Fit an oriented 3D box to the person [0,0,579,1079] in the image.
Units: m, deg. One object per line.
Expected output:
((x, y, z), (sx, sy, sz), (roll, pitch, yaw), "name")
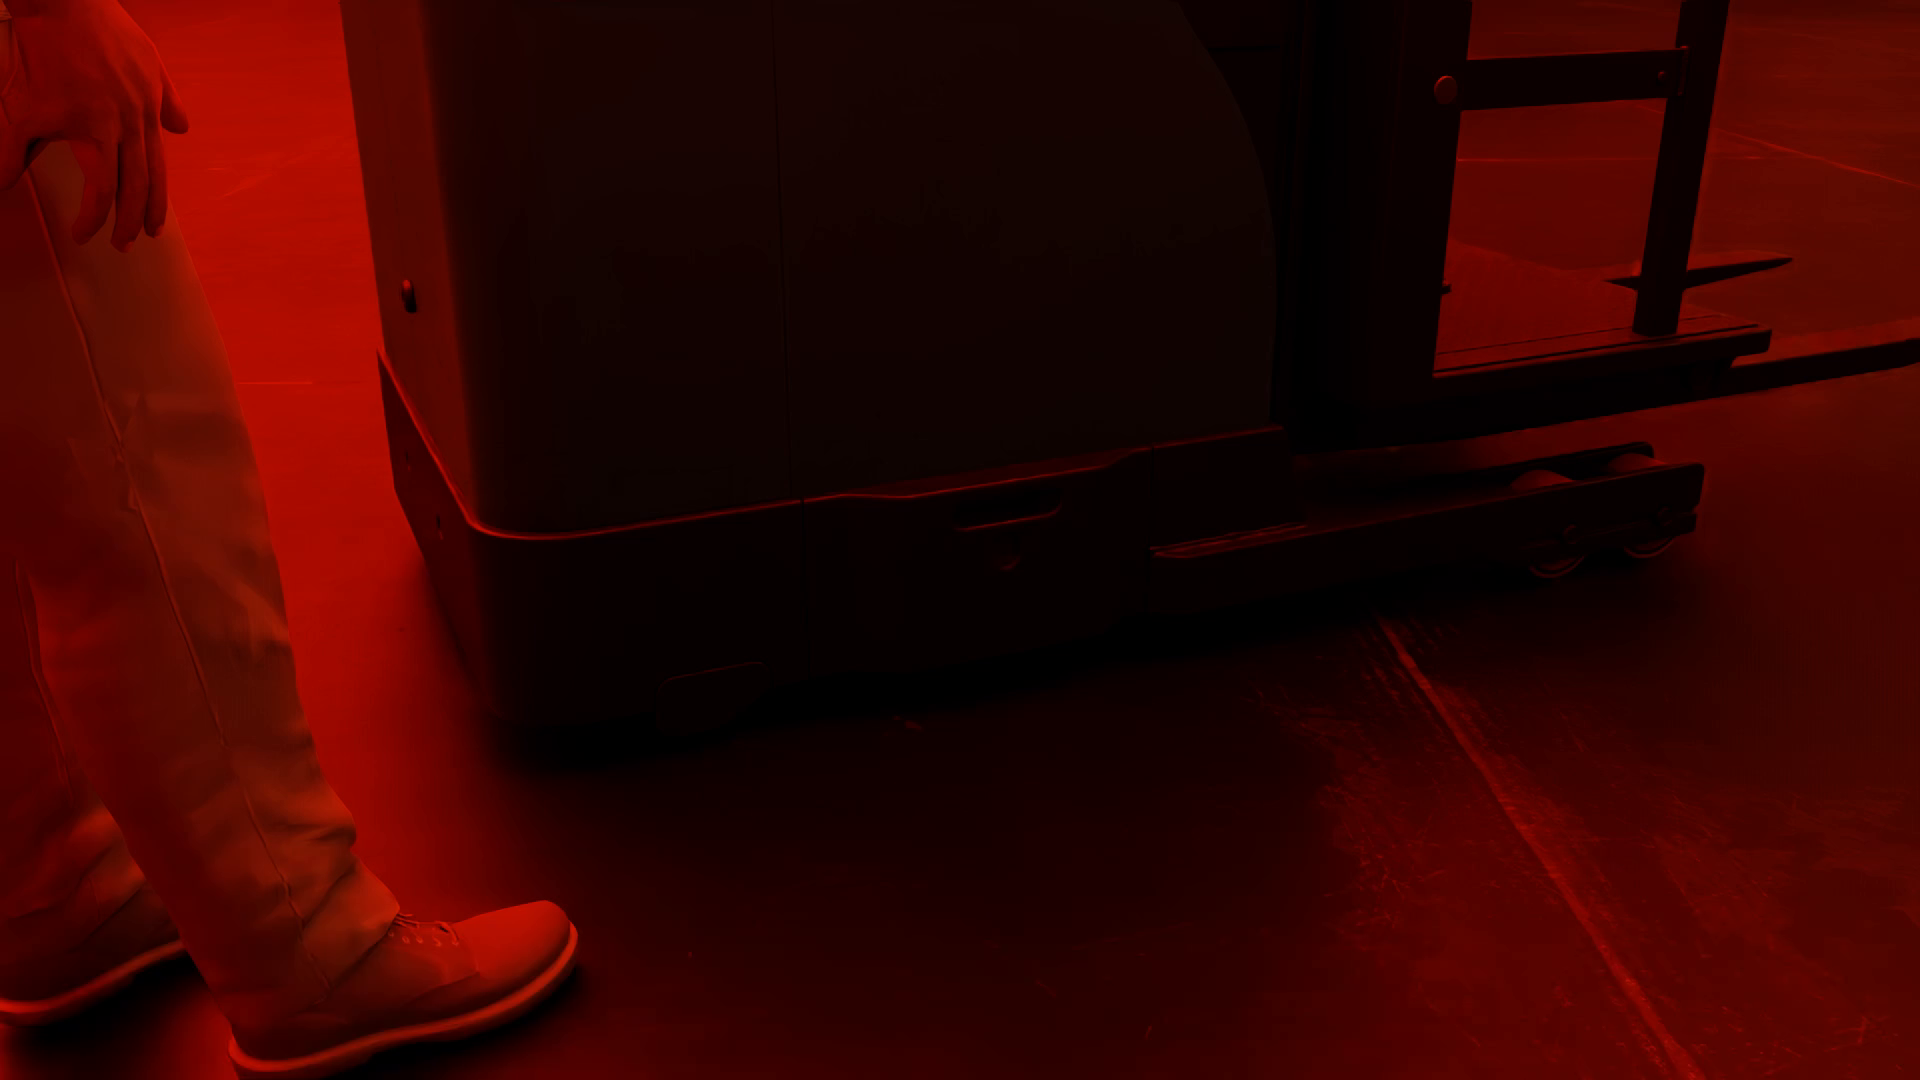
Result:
((-0.773, -0.403, 1.305), (0.640, 1.780, 0.575), (18, 28, 38), "person")

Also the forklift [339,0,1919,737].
((0.620, -1.469, 2.468), (3.031, 2.935, 1.130), (-10, 23, -23), "forklift")
